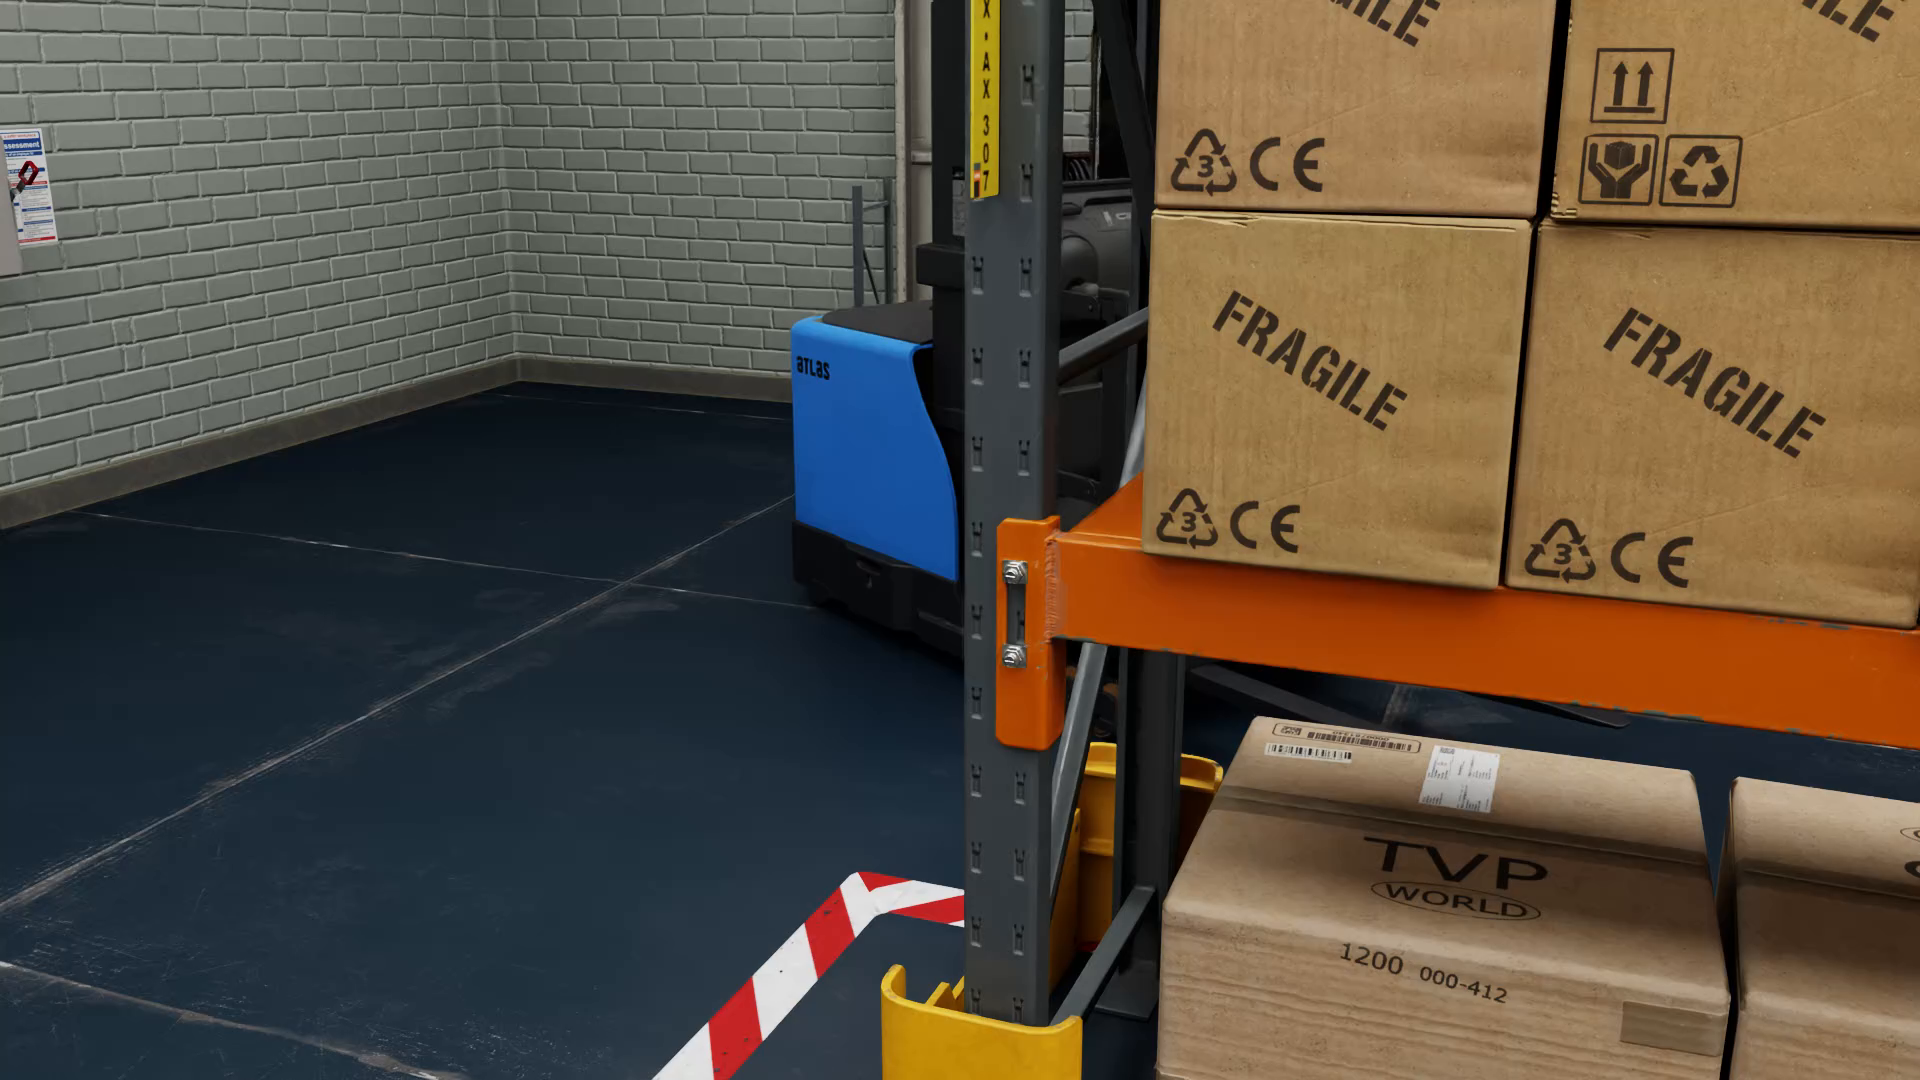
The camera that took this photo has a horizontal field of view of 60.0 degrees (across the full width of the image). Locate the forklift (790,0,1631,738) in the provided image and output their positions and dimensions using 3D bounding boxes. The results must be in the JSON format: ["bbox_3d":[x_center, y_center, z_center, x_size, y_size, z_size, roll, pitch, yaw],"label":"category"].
[{"bbox_3d":[0.666,-0.958,5.218,1.130,2.935,3.031,-12,20,-37],"label":"forklift"}]

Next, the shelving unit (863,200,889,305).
[{"bbox_3d":[0.120,-0.749,7.064,1.083,1.500,0.587,4,17,13],"label":"shelving unit"}]

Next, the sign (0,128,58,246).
[{"bbox_3d":[-4.114,-1.537,7.258,0.001,0.494,0.329,6,17,21],"label":"sign"}]

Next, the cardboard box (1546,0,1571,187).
[{"bbox_3d":[0.780,-0.873,2.829,0.500,0.500,0.500,7,18,22],"label":"cardboard box"}]

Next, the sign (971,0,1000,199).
[{"bbox_3d":[0.035,-0.643,2.314,0.005,0.325,0.100,6,17,21],"label":"sign"}]

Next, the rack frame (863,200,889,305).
[{"bbox_3d":[-0.365,-0.782,7.178,0.013,1.308,0.475,4,17,13],"label":"rack frame"}]

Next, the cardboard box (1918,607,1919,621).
[{"bbox_3d":[1.533,-0.156,2.151,0.500,0.500,0.500,6,17,20],"label":"cardboard box"}]

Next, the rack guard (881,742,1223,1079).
[{"bbox_3d":[0.222,0.865,3.297,0.348,0.500,1.175,6,17,21],"label":"rack guard"}]

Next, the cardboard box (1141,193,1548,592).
[{"bbox_3d":[0.586,-0.257,2.500,0.500,0.500,0.500,6,17,20],"label":"cardboard box"}]

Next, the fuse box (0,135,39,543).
[{"bbox_3d":[-4.103,-0.815,6.911,0.414,1.711,0.539,6,17,21],"label":"fuse box"}]

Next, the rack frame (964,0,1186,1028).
[{"bbox_3d":[0.244,-0.333,2.940,0.127,3.000,1.000,6,17,21],"label":"rack frame"}]
